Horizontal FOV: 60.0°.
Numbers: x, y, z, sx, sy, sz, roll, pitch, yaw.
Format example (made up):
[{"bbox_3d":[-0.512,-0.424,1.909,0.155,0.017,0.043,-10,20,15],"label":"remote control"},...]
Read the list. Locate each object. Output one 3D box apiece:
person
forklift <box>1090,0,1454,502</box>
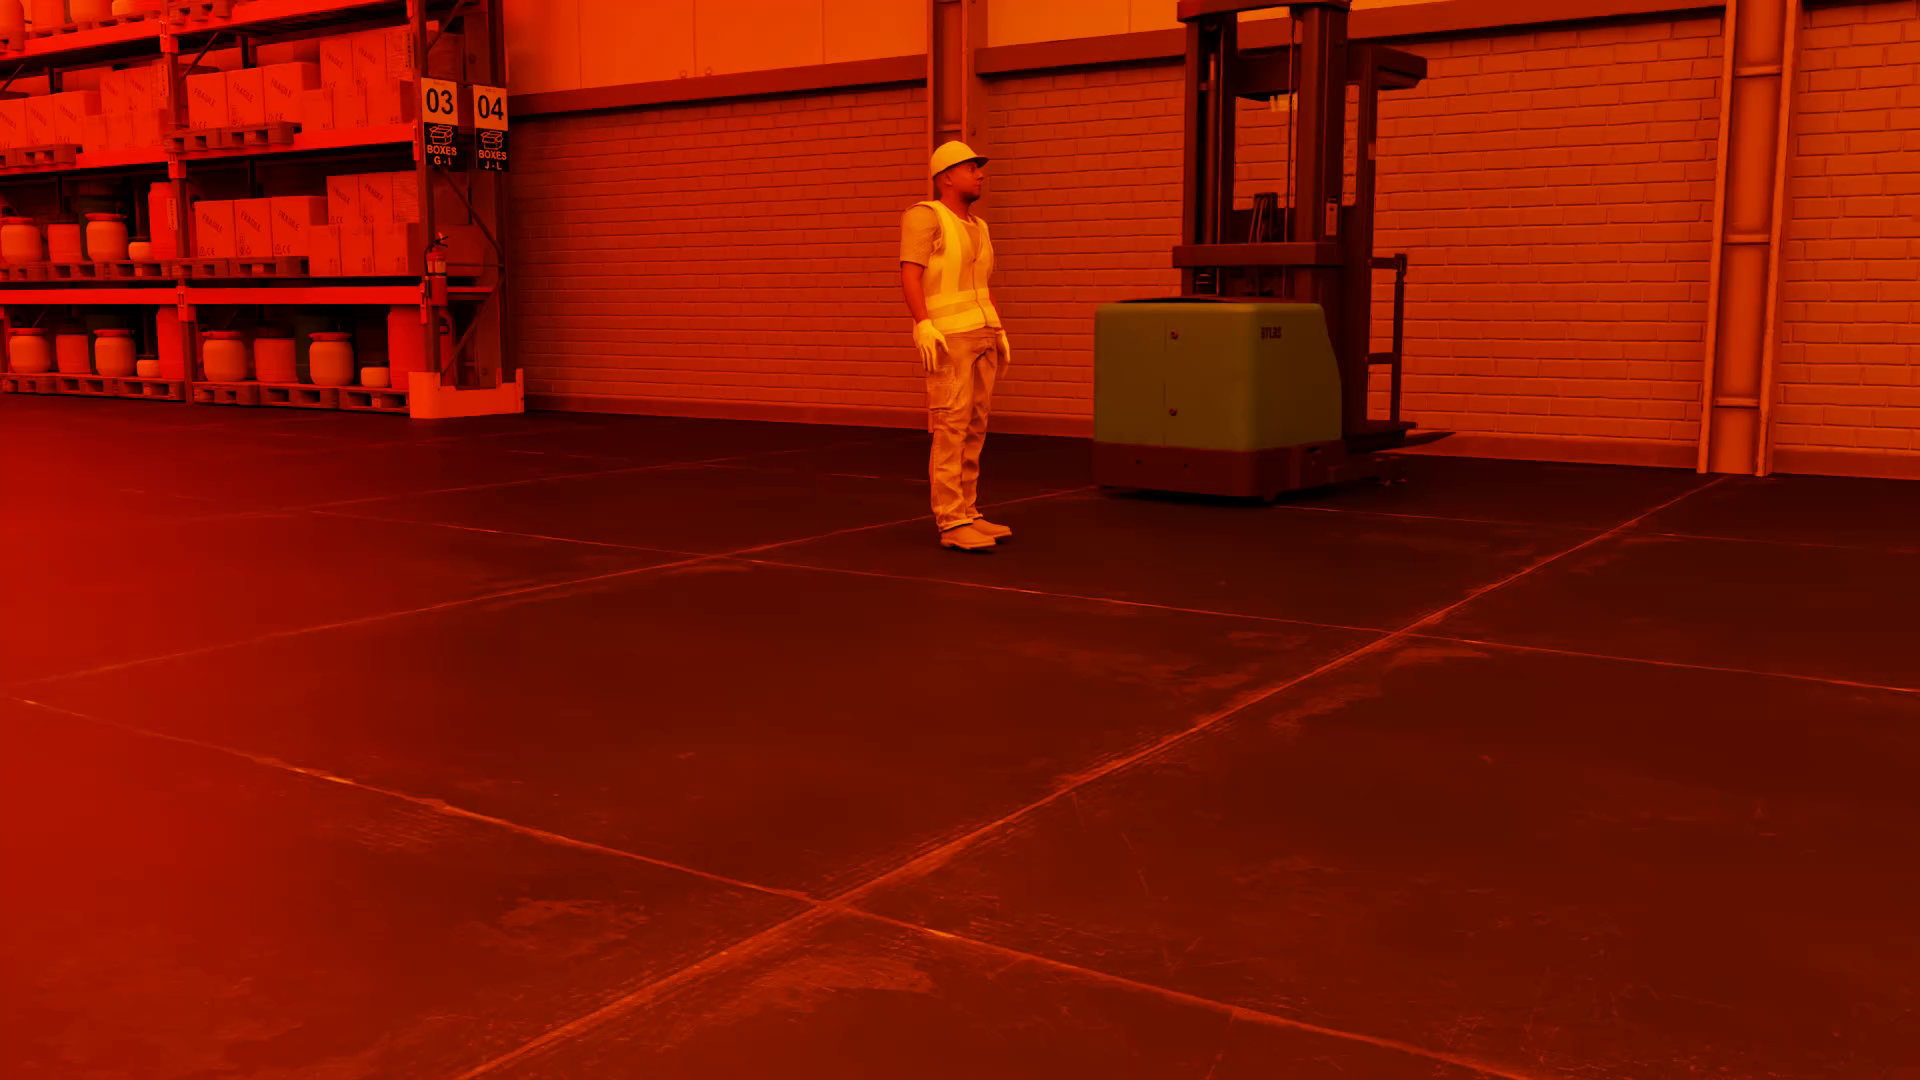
[{"bbox_3d":[0.055,-0.883,7.430,0.577,1.781,0.656,5,10,34],"label":"person"},{"bbox_3d":[2.055,-1.809,9.916,1.130,2.935,3.031,7,10,39],"label":"forklift"}]
